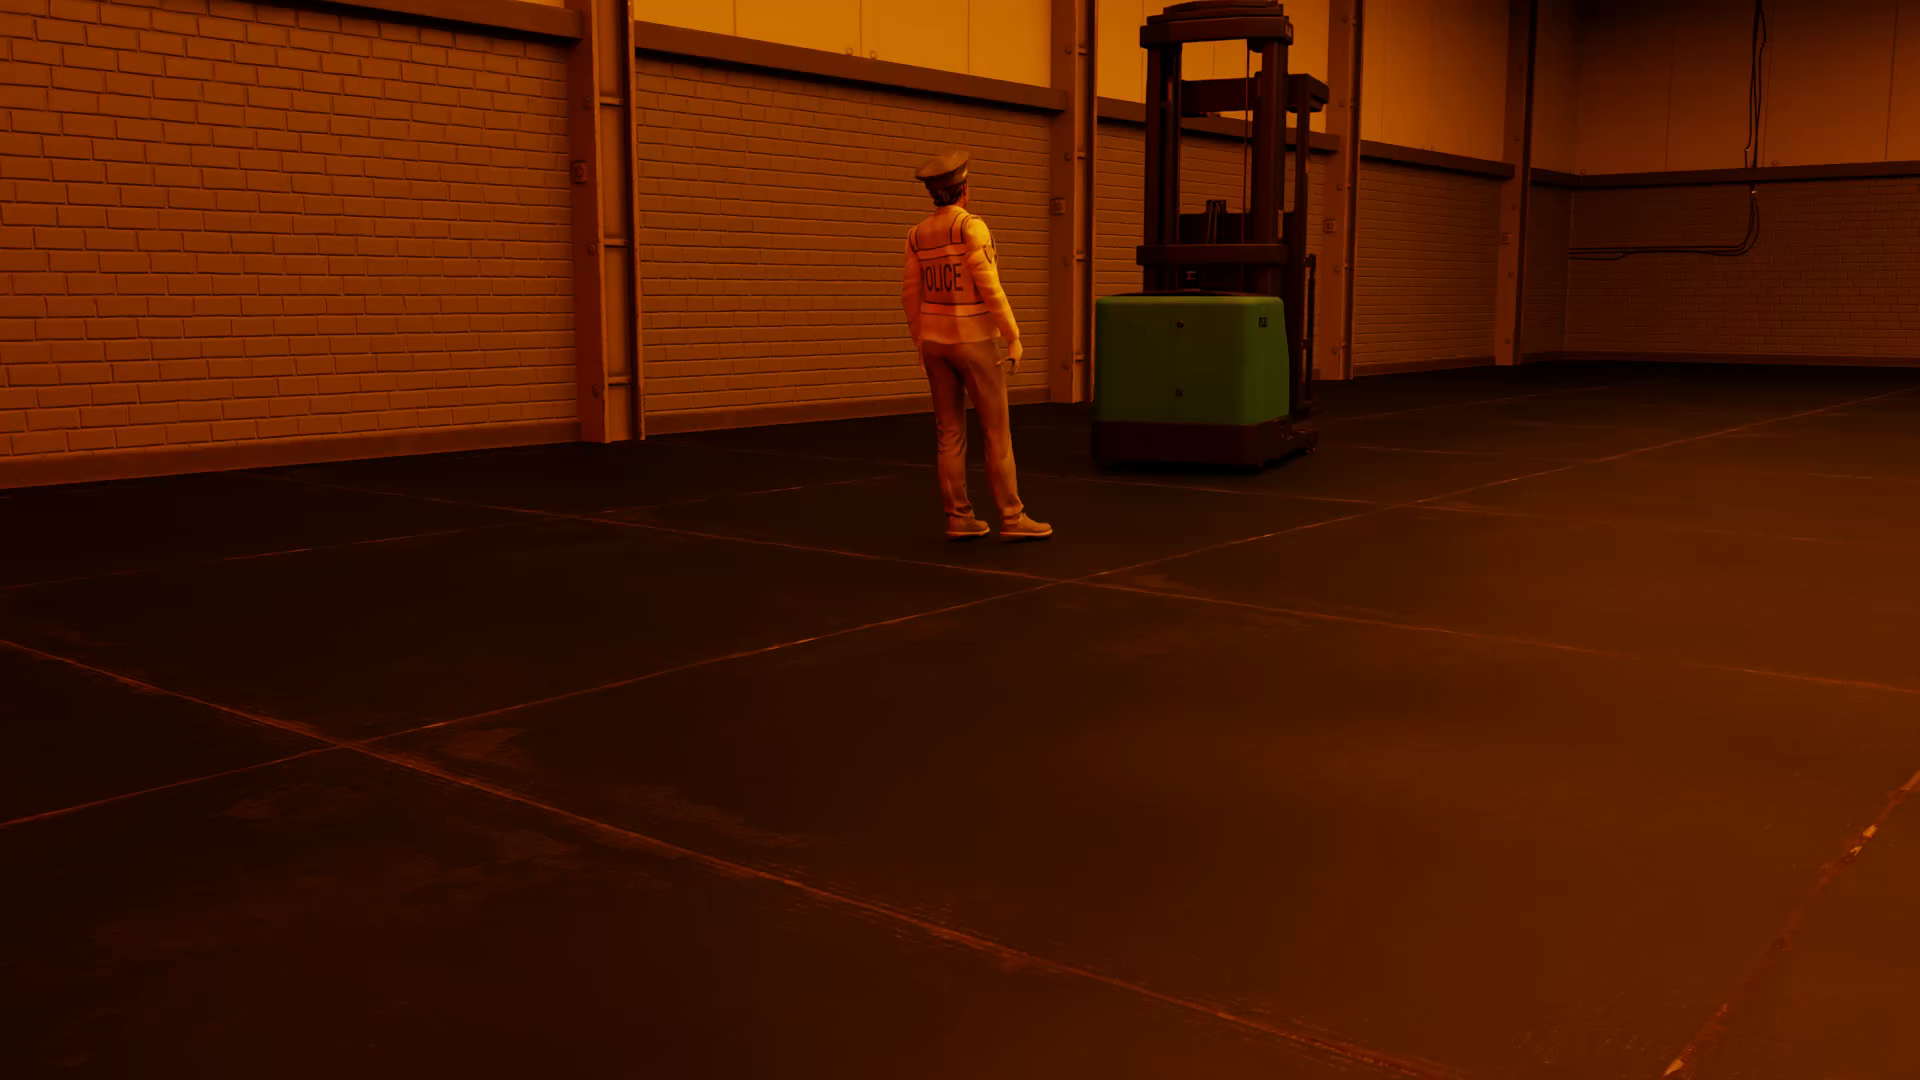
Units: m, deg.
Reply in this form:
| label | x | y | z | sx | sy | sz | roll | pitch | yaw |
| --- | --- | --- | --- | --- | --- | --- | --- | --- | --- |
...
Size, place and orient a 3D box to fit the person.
| label | x | y | z | sx | sy | sz | roll | pitch | yaw |
| --- | --- | --- | --- | --- | --- | --- | --- | --- | --- |
| person | 0.048 | -0.853 | 7.330 | 0.588 | 1.695 | 0.531 | 7 | 11 | 38 |

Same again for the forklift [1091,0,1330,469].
| label | x | y | z | sx | sy | sz | roll | pitch | yaw |
| --- | --- | --- | --- | --- | --- | --- | --- | --- | --- |
| forklift | 1.862 | -2.057 | 11.340 | 1.130 | 2.935 | 3.031 | 4 | 9 | 23 |
